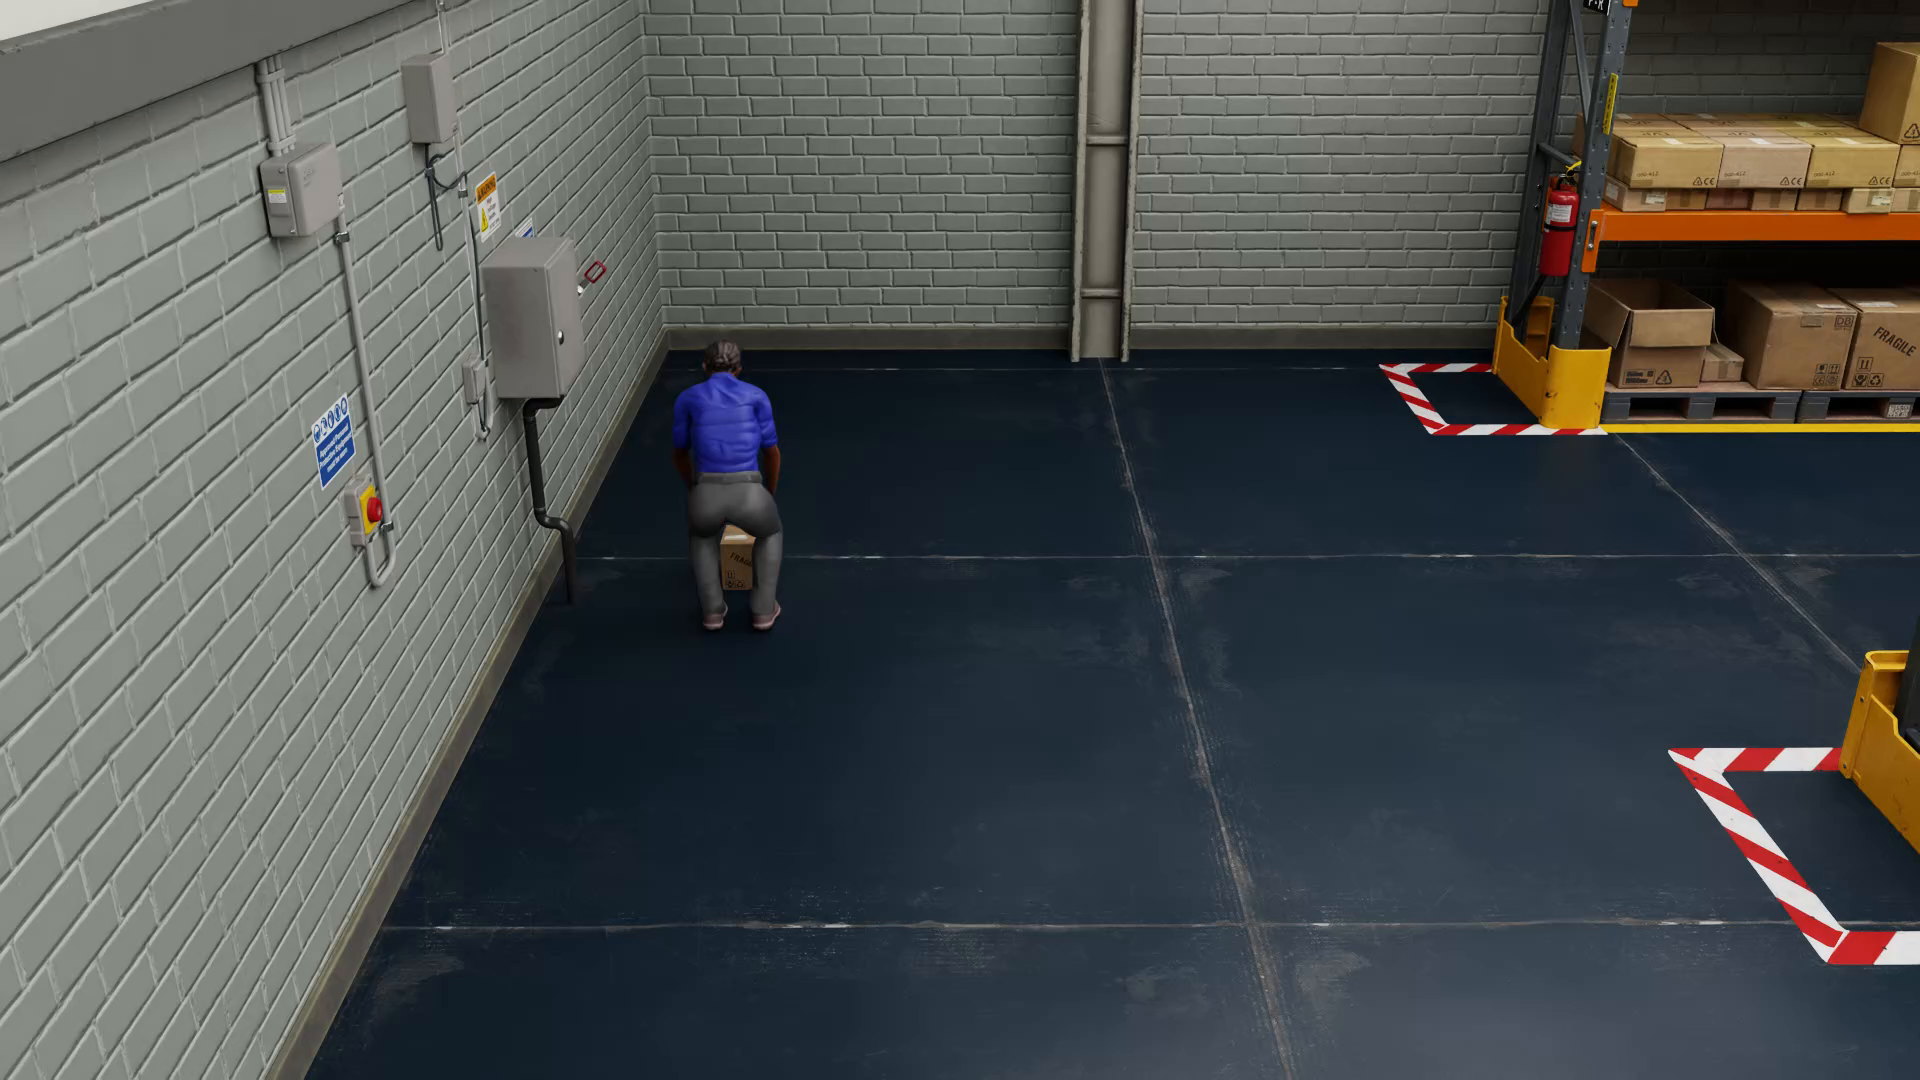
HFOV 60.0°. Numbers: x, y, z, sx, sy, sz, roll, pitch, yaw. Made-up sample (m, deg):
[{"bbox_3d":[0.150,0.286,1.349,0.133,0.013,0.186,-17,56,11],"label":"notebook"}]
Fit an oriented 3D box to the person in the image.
[{"bbox_3d":[-1.070,-0.218,7.565,0.496,1.277,0.683,0,24,0],"label":"person"}]
